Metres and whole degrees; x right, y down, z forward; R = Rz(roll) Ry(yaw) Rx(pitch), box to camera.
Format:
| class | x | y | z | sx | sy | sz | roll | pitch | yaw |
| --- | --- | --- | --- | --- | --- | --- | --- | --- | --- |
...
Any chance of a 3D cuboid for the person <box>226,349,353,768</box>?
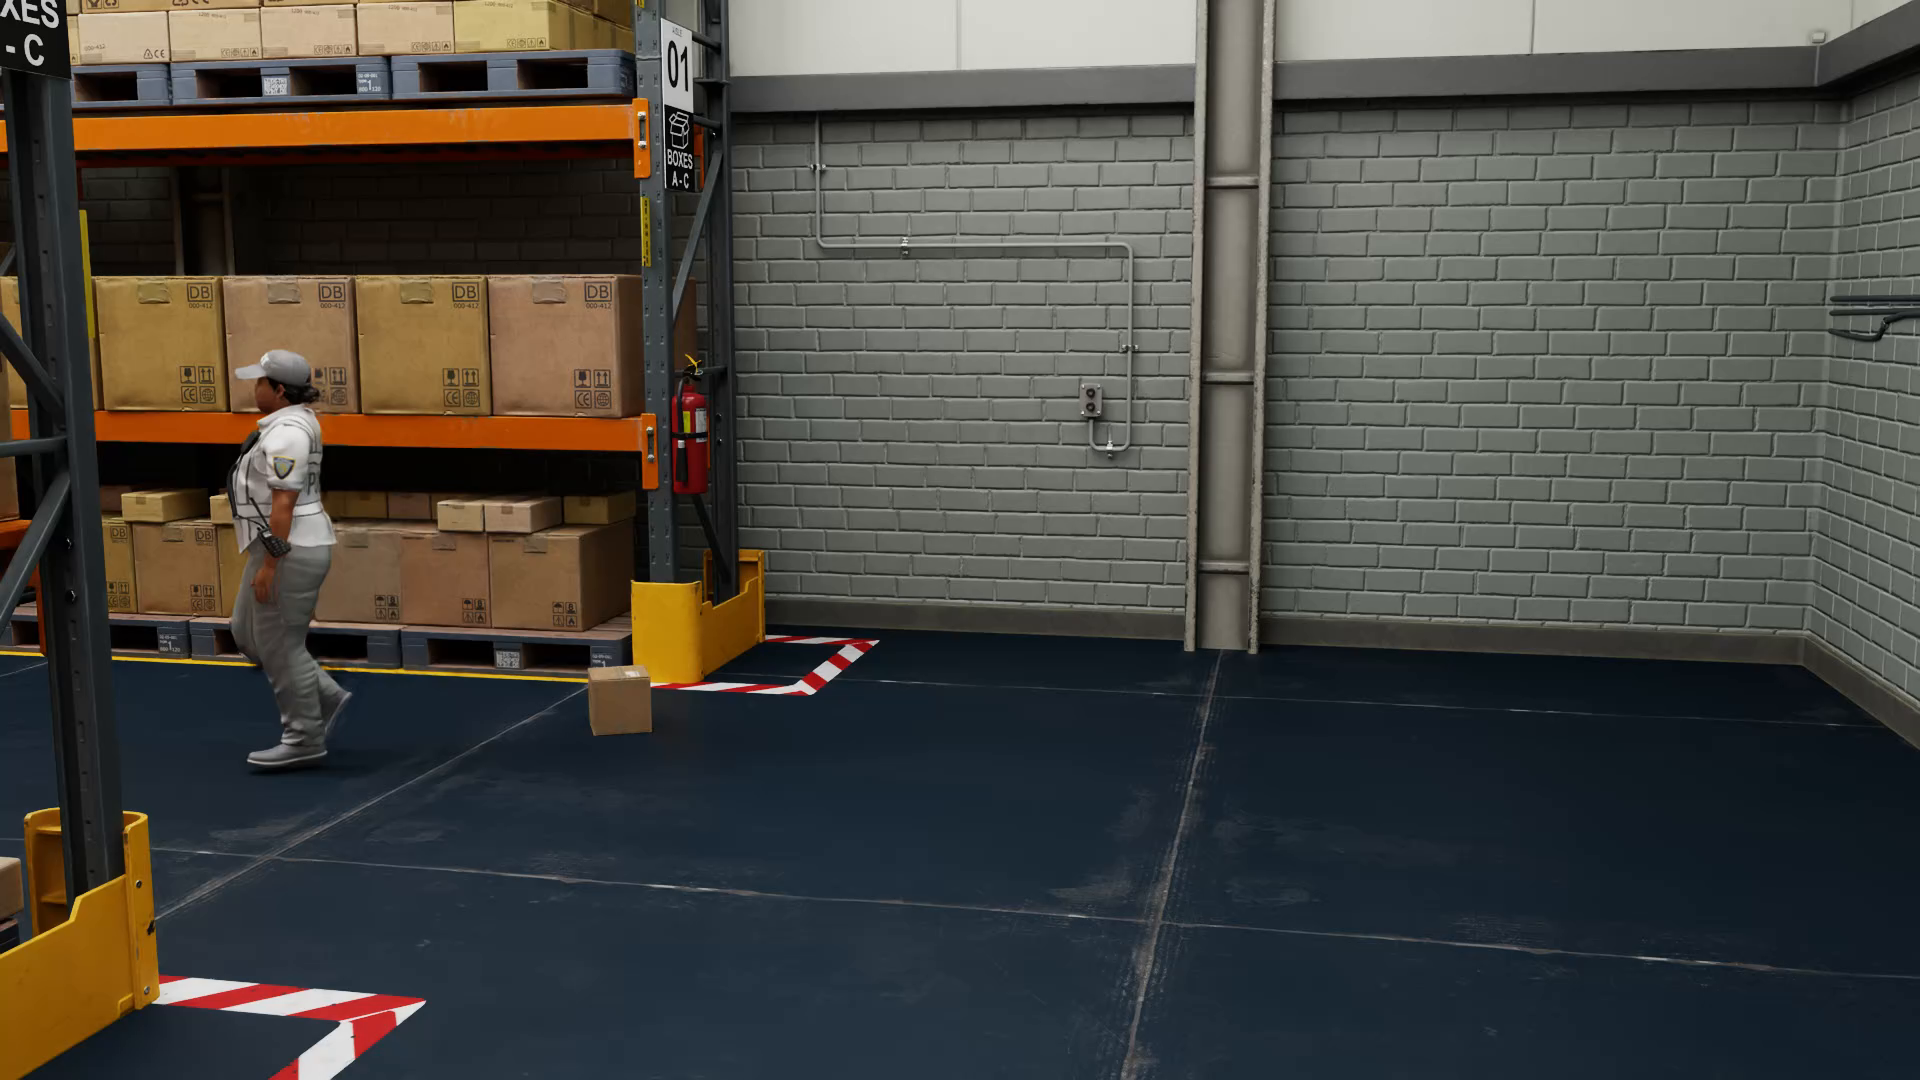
| class | x | y | z | sx | sy | sz | roll | pitch | yaw |
| --- | --- | --- | --- | --- | --- | --- | --- | --- | --- |
| person | -2.705 | 0.076 | 6.650 | 0.453 | 1.667 | 0.479 | -3 | 8 | -17 |
